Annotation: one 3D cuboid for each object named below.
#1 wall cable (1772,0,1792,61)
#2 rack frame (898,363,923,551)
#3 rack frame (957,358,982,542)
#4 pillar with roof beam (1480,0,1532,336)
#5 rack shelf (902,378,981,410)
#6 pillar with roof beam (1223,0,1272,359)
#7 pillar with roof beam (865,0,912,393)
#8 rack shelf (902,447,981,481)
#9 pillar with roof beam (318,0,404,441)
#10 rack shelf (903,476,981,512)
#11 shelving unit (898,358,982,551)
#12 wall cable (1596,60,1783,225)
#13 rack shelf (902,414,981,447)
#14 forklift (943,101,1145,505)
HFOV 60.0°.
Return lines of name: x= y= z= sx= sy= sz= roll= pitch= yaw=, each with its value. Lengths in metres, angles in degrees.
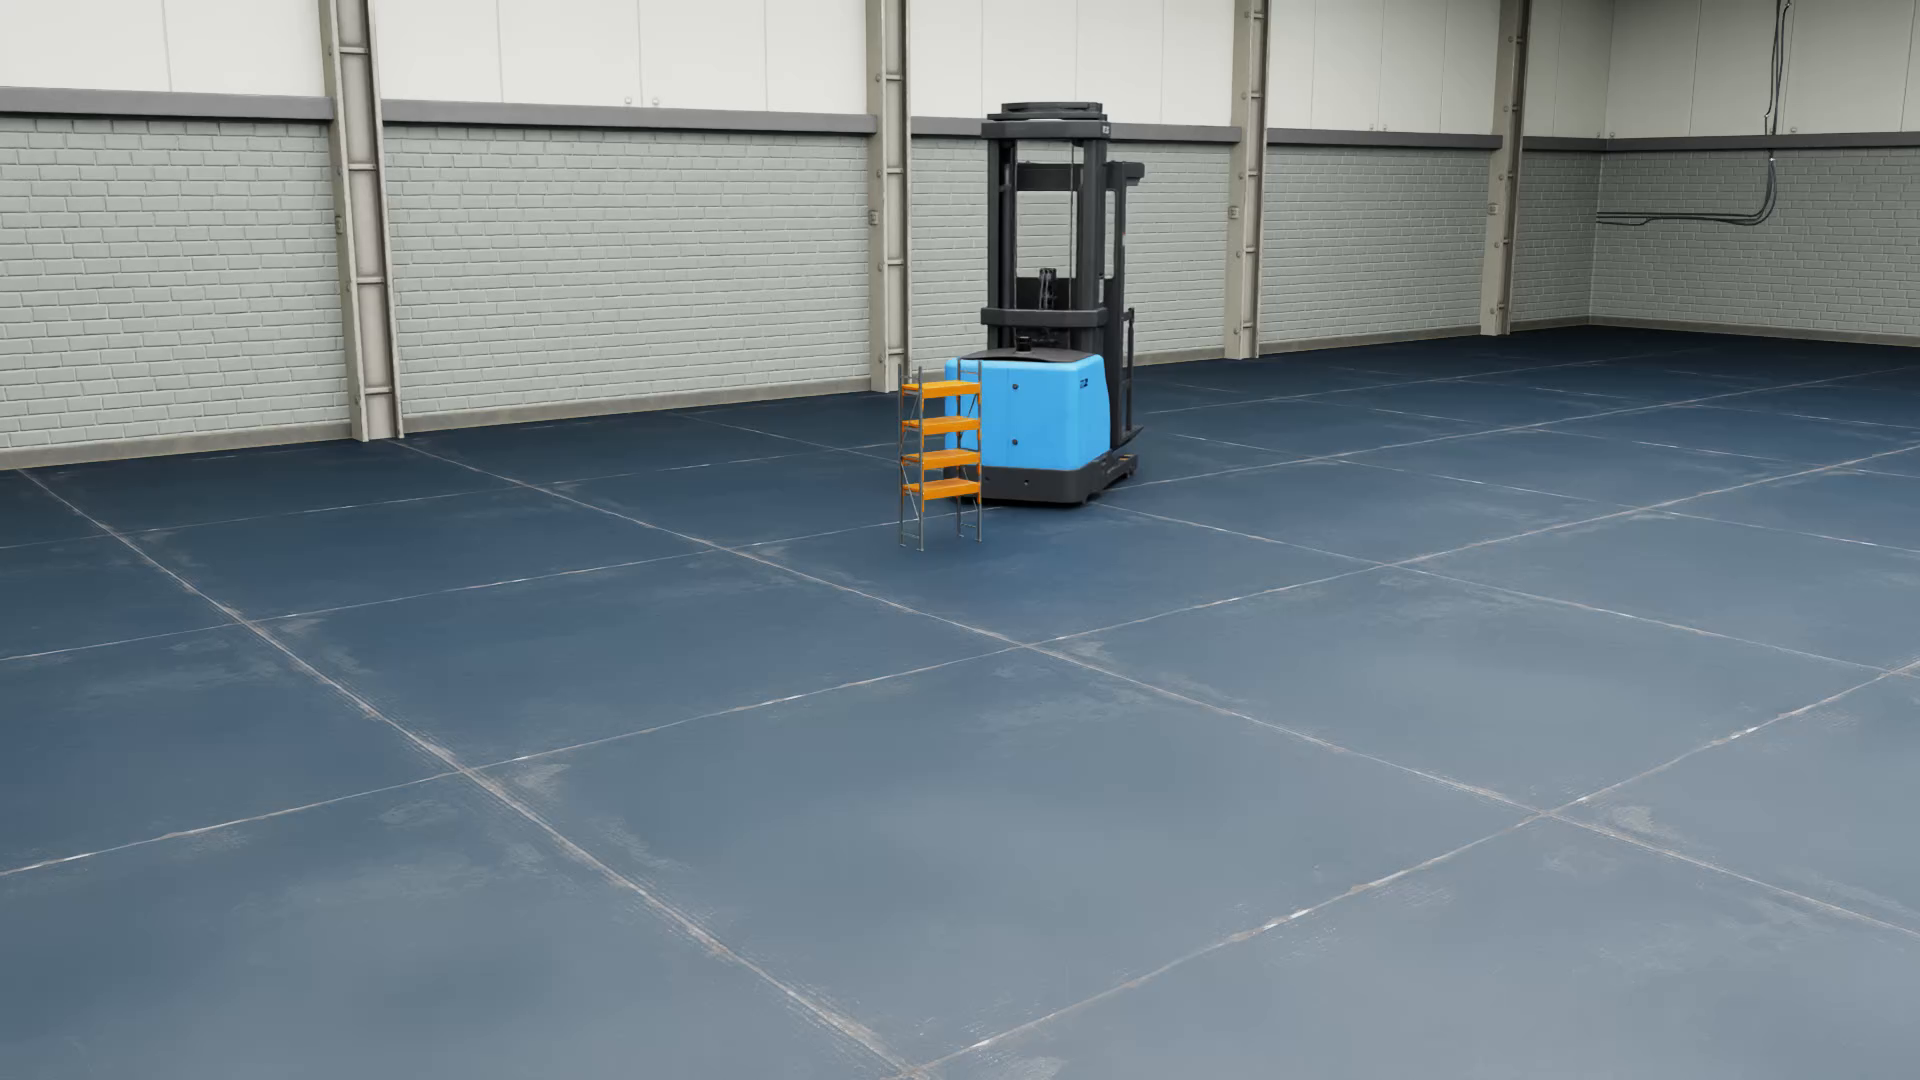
wall cable: x=13.386 y=-8.383 z=24.260 sx=0.112 sy=2.526 sz=3.097 roll=-9 pitch=15 yaw=-38
rack frame: x=-0.320 y=-0.534 z=10.754 sx=0.015 sy=1.200 sz=0.240 roll=-9 pitch=15 yaw=-38
rack frame: x=0.061 y=-0.597 z=11.052 sx=0.015 sy=1.200 sz=0.240 roll=-9 pitch=15 yaw=-38
pillar with roof beam: x=11.259 y=-7.004 z=22.450 sx=0.400 sy=9.000 sz=9.100 roll=-9 pitch=15 yaw=-38
rack shelf: x=-0.129 y=-0.950 z=10.821 sx=0.480 sy=0.148 sz=0.258 roll=-9 pitch=15 yaw=-38
pillar with roof beam: x=6.574 y=-6.226 z=18.783 sx=0.400 sy=9.000 sz=9.100 roll=-9 pitch=15 yaw=-38
pillar with roof beam: x=1.888 y=-5.447 z=15.117 sx=0.400 sy=9.000 sz=9.100 roll=-9 pitch=15 yaw=-38
rack shelf: x=-0.129 y=-0.500 z=10.917 sx=0.480 sy=0.148 sz=0.258 roll=-9 pitch=15 yaw=-38
pillar with roof beam: x=-2.797 y=-4.669 z=11.450 sx=0.400 sy=9.000 sz=9.100 roll=-9 pitch=15 yaw=-38
rack shelf: x=-0.129 y=-0.305 z=10.958 sx=0.480 sy=0.148 sz=0.258 roll=-9 pitch=15 yaw=-38
shelving unit: x=-0.129 y=-0.565 z=10.903 sx=0.503 sy=1.200 sz=0.258 roll=-9 pitch=15 yaw=-38
wall cable: x=11.696 y=-6.351 z=26.851 sx=0.112 sy=2.526 sz=3.097 roll=-9 pitch=15 yaw=-38
rack shelf: x=-0.129 y=-0.718 z=10.871 sx=0.480 sy=0.148 sz=0.258 roll=-9 pitch=15 yaw=-38
forklift: x=0.829 y=-1.958 z=13.292 sx=1.130 sy=2.935 sz=3.031 roll=4 pitch=13 yaw=18
